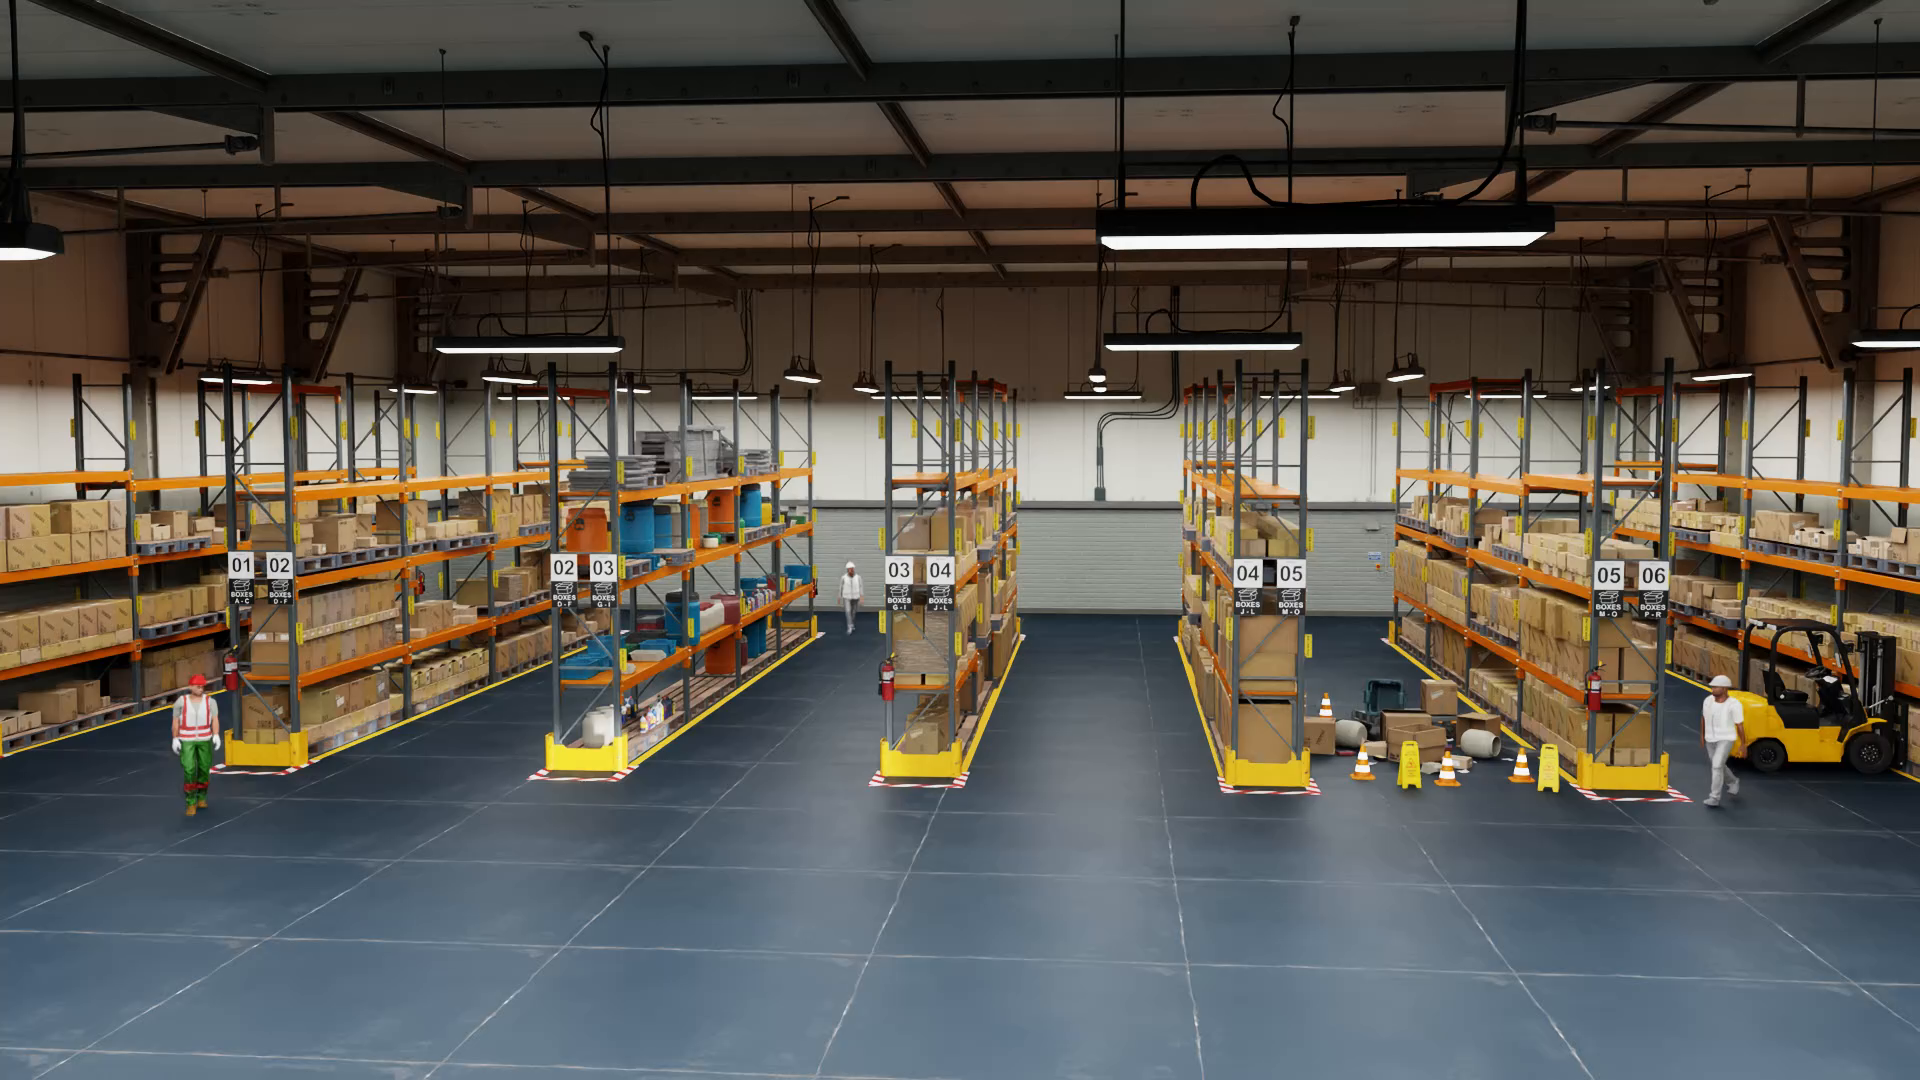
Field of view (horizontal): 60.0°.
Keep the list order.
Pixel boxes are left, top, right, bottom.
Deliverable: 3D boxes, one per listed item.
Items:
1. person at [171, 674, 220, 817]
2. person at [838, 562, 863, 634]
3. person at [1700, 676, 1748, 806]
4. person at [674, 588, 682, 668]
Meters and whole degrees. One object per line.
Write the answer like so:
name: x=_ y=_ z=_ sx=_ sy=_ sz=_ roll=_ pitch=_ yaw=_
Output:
person: x=-10.024 y=2.684 z=21.866 sx=0.563 sy=1.814 sz=0.656 roll=-3 pitch=5 yaw=-34
person: x=-2.677 y=1.412 z=41.079 sx=0.602 sy=1.712 sz=1.010 roll=-1 pitch=4 yaw=-15
person: x=10.243 y=2.673 z=22.323 sx=1.002 sy=1.721 sz=0.676 roll=-2 pitch=4 yaw=-31
person: x=-5.976 y=1.856 z=34.989 sx=0.582 sy=1.681 sz=0.397 roll=0 pitch=4 yaw=5
